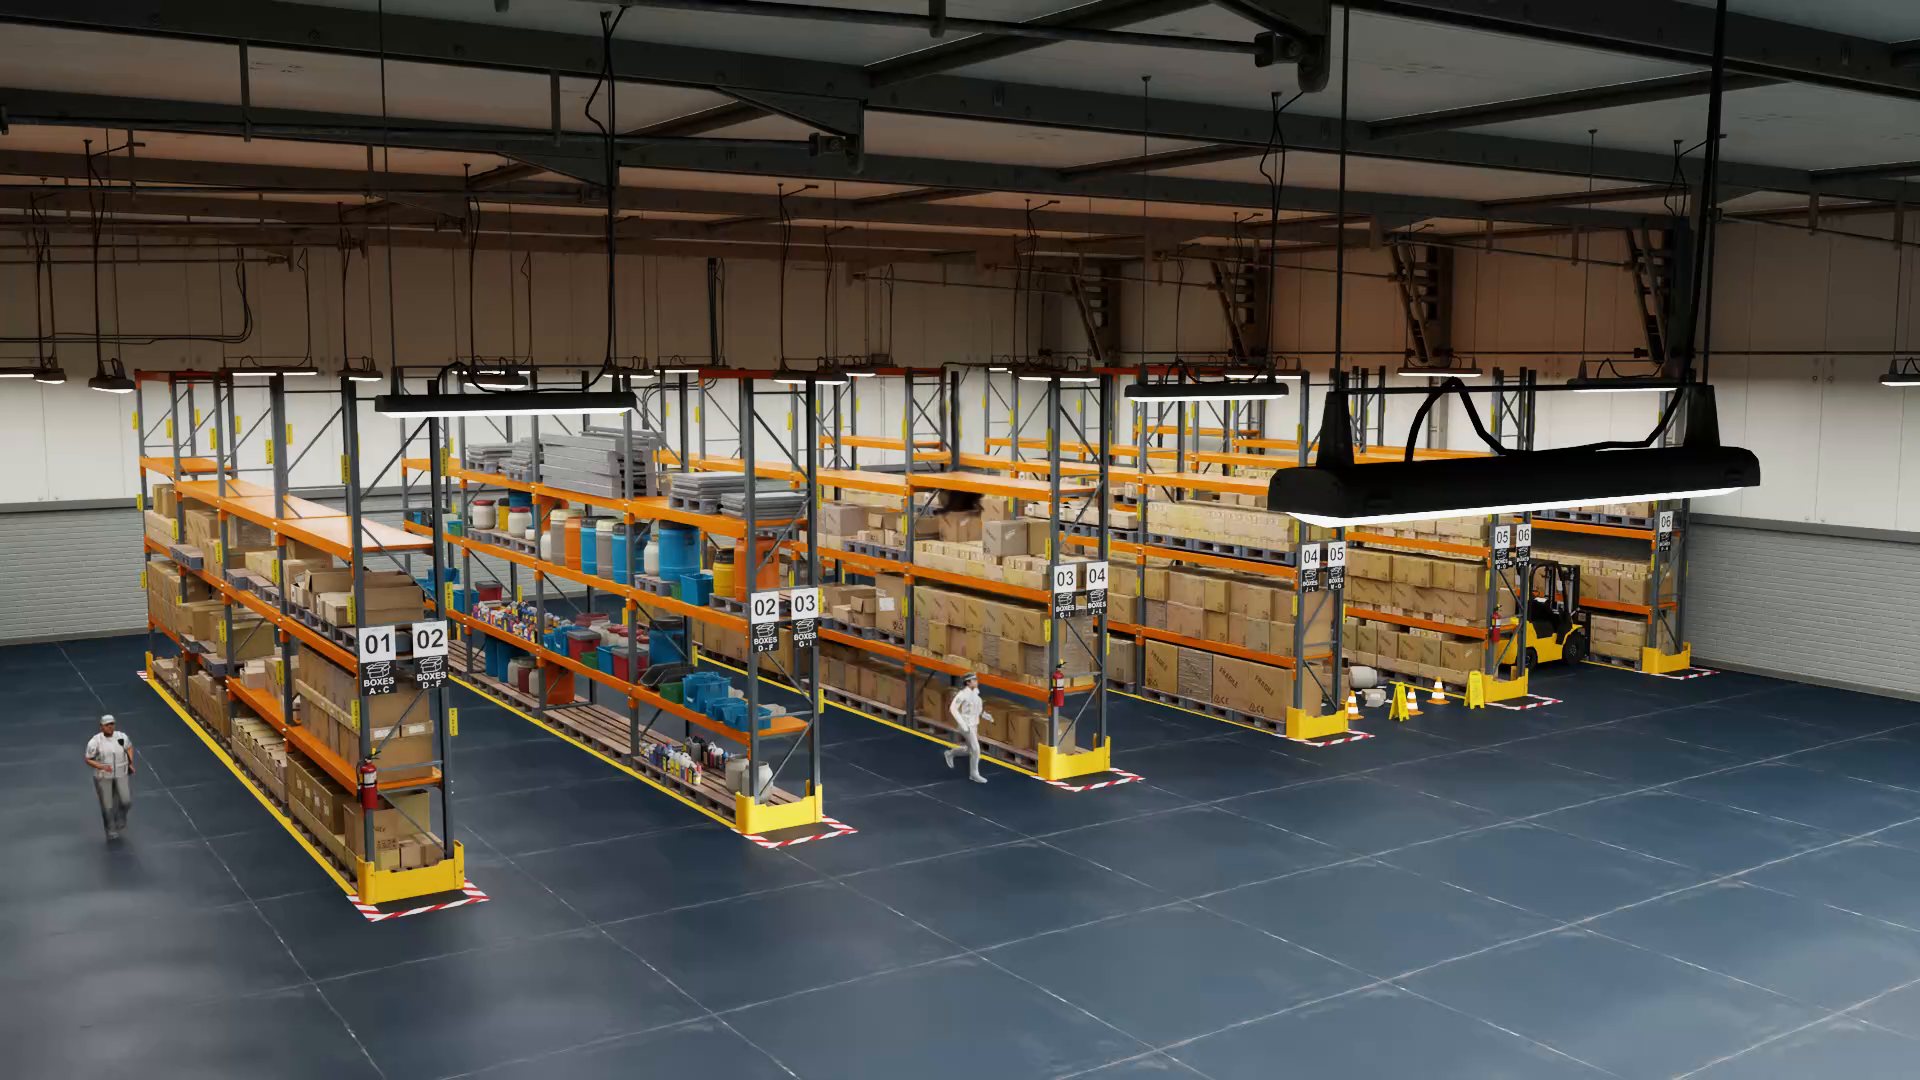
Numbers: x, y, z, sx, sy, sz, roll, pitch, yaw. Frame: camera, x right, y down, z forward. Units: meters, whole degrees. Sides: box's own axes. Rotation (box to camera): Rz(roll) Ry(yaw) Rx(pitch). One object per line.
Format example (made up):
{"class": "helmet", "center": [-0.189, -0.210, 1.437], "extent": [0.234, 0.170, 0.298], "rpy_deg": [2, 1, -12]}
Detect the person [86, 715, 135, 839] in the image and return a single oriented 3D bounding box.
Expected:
{"class": "person", "center": [-11.034, 3.087, 21.665], "extent": [0.597, 1.628, 0.539], "rpy_deg": [-5, 8, -39]}

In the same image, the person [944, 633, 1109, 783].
{"class": "person", "center": [0.912, 2.491, 24.931], "extent": [1.930, 2.106, 2.010], "rpy_deg": [4, 8, 31]}
